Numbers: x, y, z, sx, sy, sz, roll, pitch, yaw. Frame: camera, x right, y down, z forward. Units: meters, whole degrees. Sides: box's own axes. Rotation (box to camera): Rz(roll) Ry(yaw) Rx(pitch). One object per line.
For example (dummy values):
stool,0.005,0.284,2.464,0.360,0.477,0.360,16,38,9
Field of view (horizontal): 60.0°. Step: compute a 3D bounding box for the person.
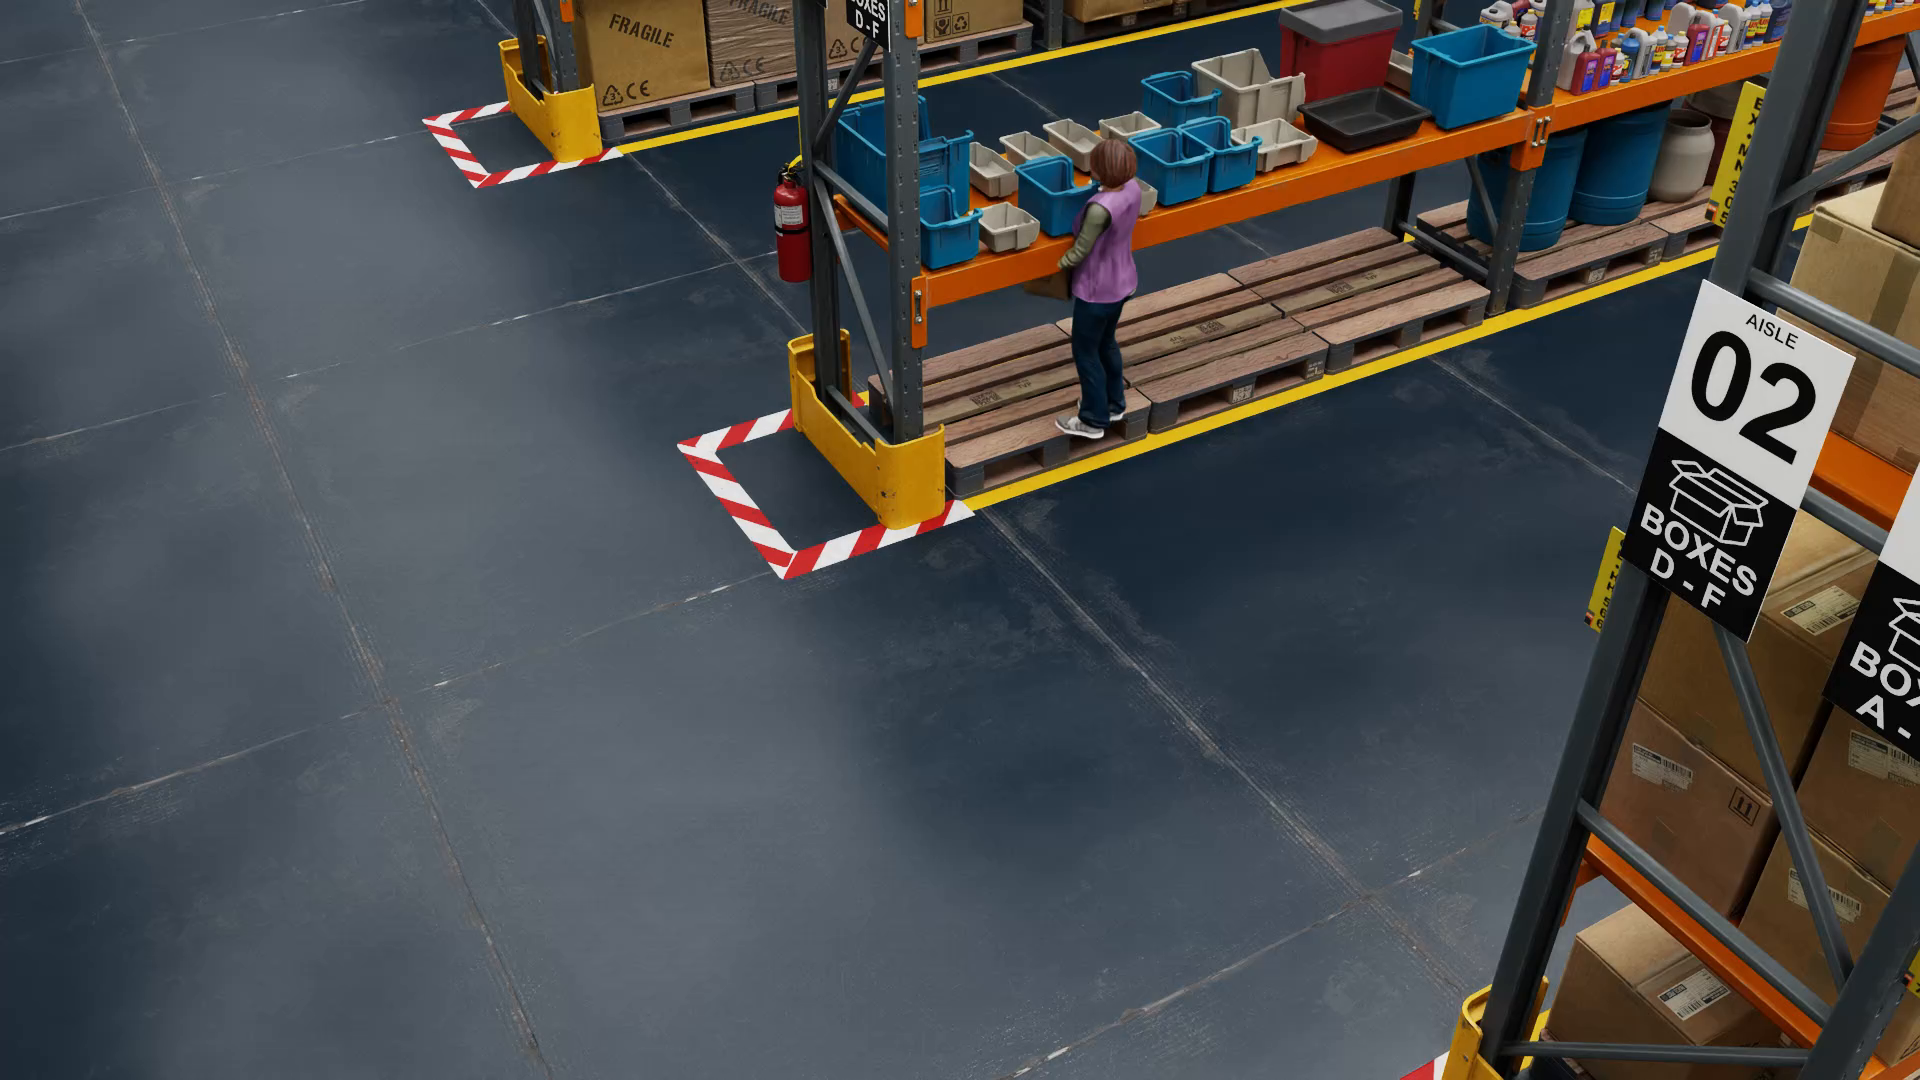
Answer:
person,0.627,-1.261,8.241,0.490,1.596,0.425,21,42,25
